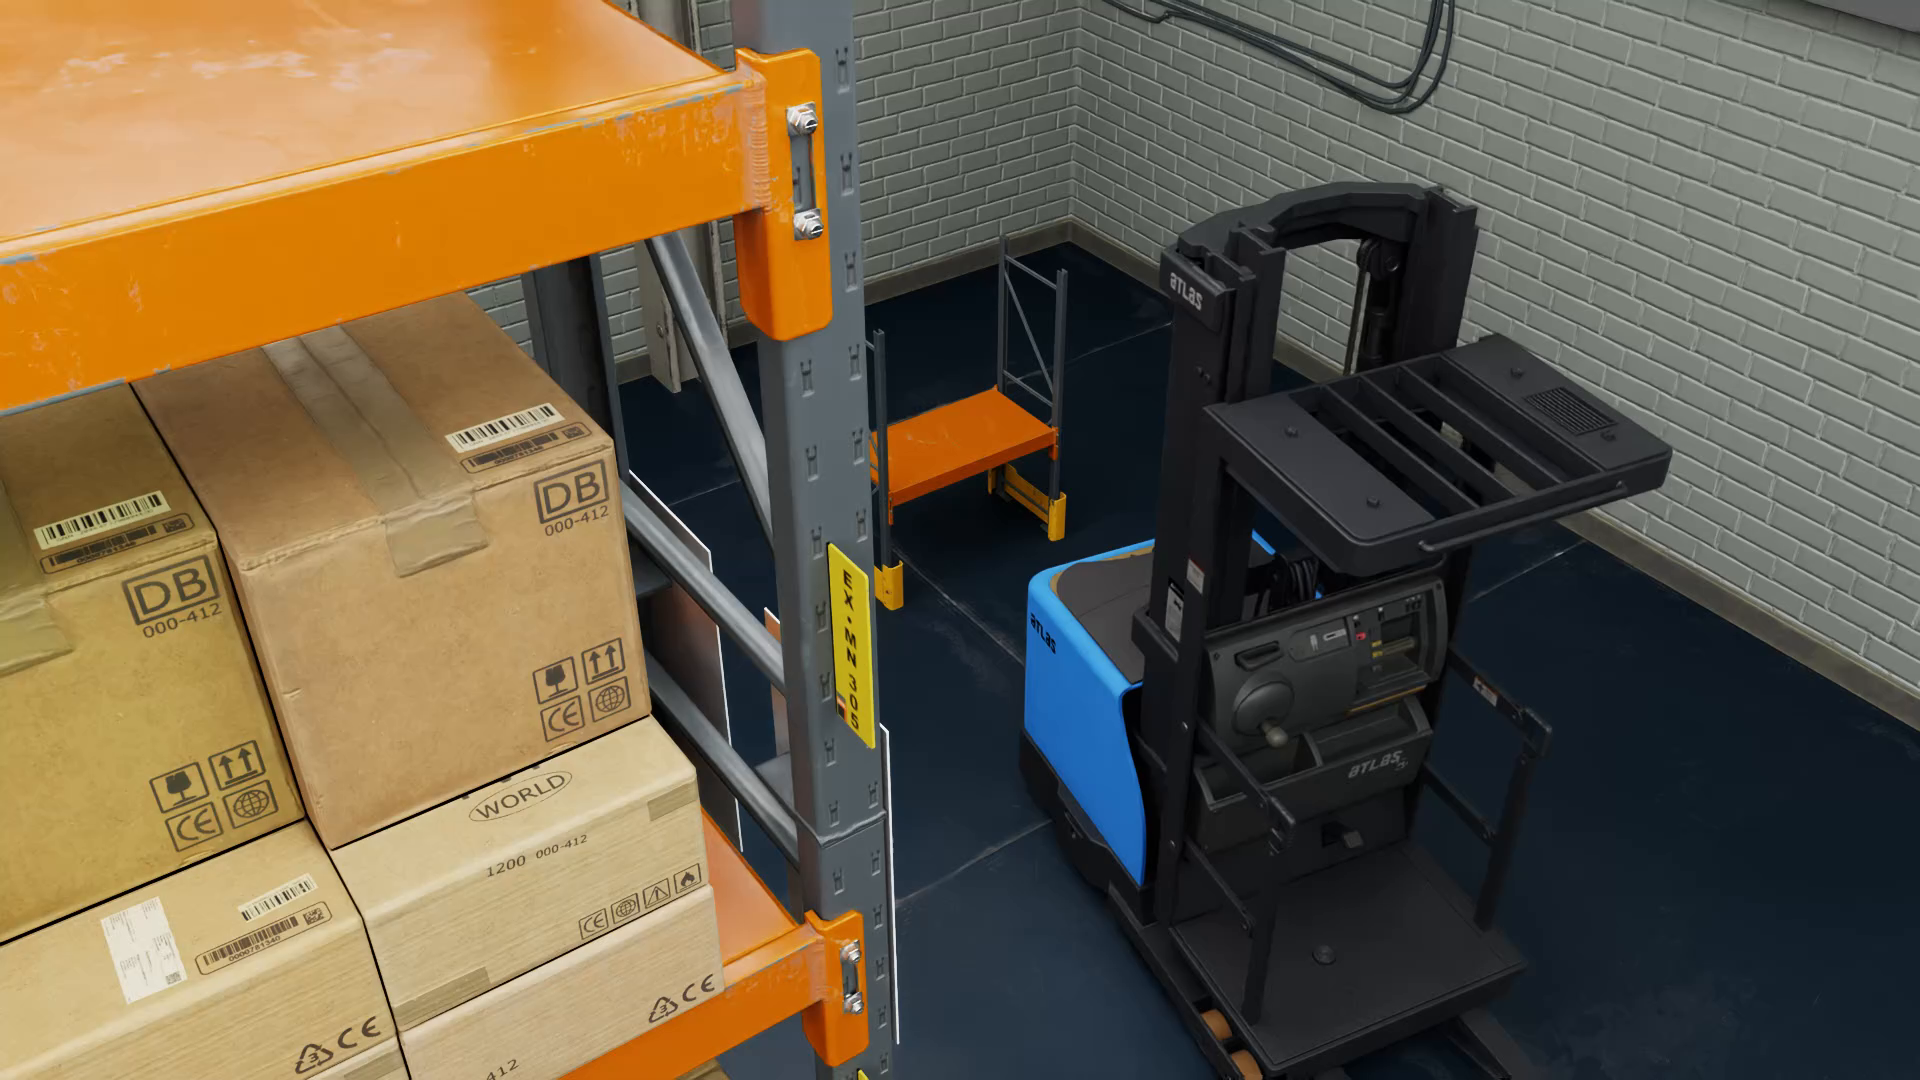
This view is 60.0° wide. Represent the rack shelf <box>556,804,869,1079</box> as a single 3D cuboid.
[{"bbox_3d":[-2.097,1.213,2.356,4.000,0.370,1.077,-22,41,-28],"label":"rack shelf"}]

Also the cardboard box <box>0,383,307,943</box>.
[{"bbox_3d":[-1.330,0.110,2.331,0.500,0.500,0.700,-22,41,-28],"label":"cardboard box"}]

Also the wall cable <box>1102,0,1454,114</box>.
[{"bbox_3d":[1.510,-3.804,8.805,0.112,2.526,3.097,-22,41,-28],"label":"wall cable"}]

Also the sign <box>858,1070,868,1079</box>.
[{"bbox_3d":[-0.159,1.139,3.149,0.005,0.325,0.100,-22,41,-28],"label":"sign"}]

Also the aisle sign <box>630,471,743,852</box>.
[{"bbox_3d":[-0.575,0.247,3.424,0.004,0.787,0.394,-22,41,-28],"label":"aisle sign"}]

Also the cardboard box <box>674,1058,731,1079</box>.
[{"bbox_3d":[-0.667,1.300,3.245,0.500,0.500,0.500,-23,42,-28],"label":"cardboard box"}]

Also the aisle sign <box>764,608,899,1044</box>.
[{"bbox_3d":[-0.230,0.533,3.026,0.004,0.787,0.394,-22,41,-28],"label":"aisle sign"}]

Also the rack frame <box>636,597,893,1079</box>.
[{"bbox_3d":[-0.462,1.466,3.957,0.127,3.000,1.000,-22,41,-28],"label":"rack frame"}]

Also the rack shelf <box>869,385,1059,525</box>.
[{"bbox_3d":[-0.070,-0.434,8.191,1.000,0.185,0.538,-22,41,-28],"label":"rack shelf"}]

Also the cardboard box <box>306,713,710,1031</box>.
[{"bbox_3d":[-0.735,0.400,2.569,0.500,0.250,0.500,-22,41,-28],"label":"cardboard box"}]

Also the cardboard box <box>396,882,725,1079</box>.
[{"bbox_3d":[-0.730,0.607,2.709,0.500,0.250,0.500,-22,41,-28],"label":"cardboard box"}]

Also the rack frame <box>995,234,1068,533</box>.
[{"bbox_3d":[0.346,-0.751,8.323,0.032,1.500,0.500,-22,41,-28],"label":"rack frame"}]

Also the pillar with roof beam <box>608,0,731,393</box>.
[{"bbox_3d":[0.870,-2.599,4.470,0.400,9.000,9.100,-22,41,-28],"label":"pillar with roof beam"}]

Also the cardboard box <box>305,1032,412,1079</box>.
[{"bbox_3d":[-1.145,0.770,2.483,0.500,0.250,0.500,-22,41,-28],"label":"cardboard box"}]

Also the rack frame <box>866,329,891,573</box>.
[{"bbox_3d":[-0.485,-0.409,7.848,0.032,1.500,0.500,-22,41,-28],"label":"rack frame"}]

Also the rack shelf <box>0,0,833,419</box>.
[{"bbox_3d":[-2.097,-0.004,1.481,4.000,0.370,1.077,-22,41,-28],"label":"rack shelf"}]

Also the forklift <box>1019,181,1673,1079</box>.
[{"bbox_3d":[1.326,0.477,5.391,1.130,2.935,3.031,-15,38,-20],"label":"forklift"}]

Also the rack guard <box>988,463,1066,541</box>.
[{"bbox_3d":[0.345,-0.243,8.688,0.087,0.250,0.587,-22,41,-28],"label":"rack guard"}]

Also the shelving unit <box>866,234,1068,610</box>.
[{"bbox_3d":[-0.062,-0.583,8.090,1.083,1.500,0.587,-22,41,-28],"label":"shelving unit"}]

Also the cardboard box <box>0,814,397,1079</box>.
[{"bbox_3d":[-1.143,0.569,2.335,0.500,0.250,0.500,-22,41,-28],"label":"cardboard box"}]

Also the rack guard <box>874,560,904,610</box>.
[{"bbox_3d":[-0.469,0.092,8.222,0.087,0.250,0.587,-22,41,-28],"label":"rack guard"}]

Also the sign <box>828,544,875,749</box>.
[{"bbox_3d":[-0.159,0.160,2.445,0.005,0.325,0.100,-22,41,-28],"label":"sign"}]

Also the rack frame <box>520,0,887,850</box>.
[{"bbox_3d":[-0.462,-0.970,2.205,0.127,3.000,1.000,-22,41,-28],"label":"rack frame"}]

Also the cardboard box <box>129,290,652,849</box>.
[{"bbox_3d":[-0.872,-0.018,2.509,0.500,0.500,0.700,-22,41,-28],"label":"cardboard box"}]
